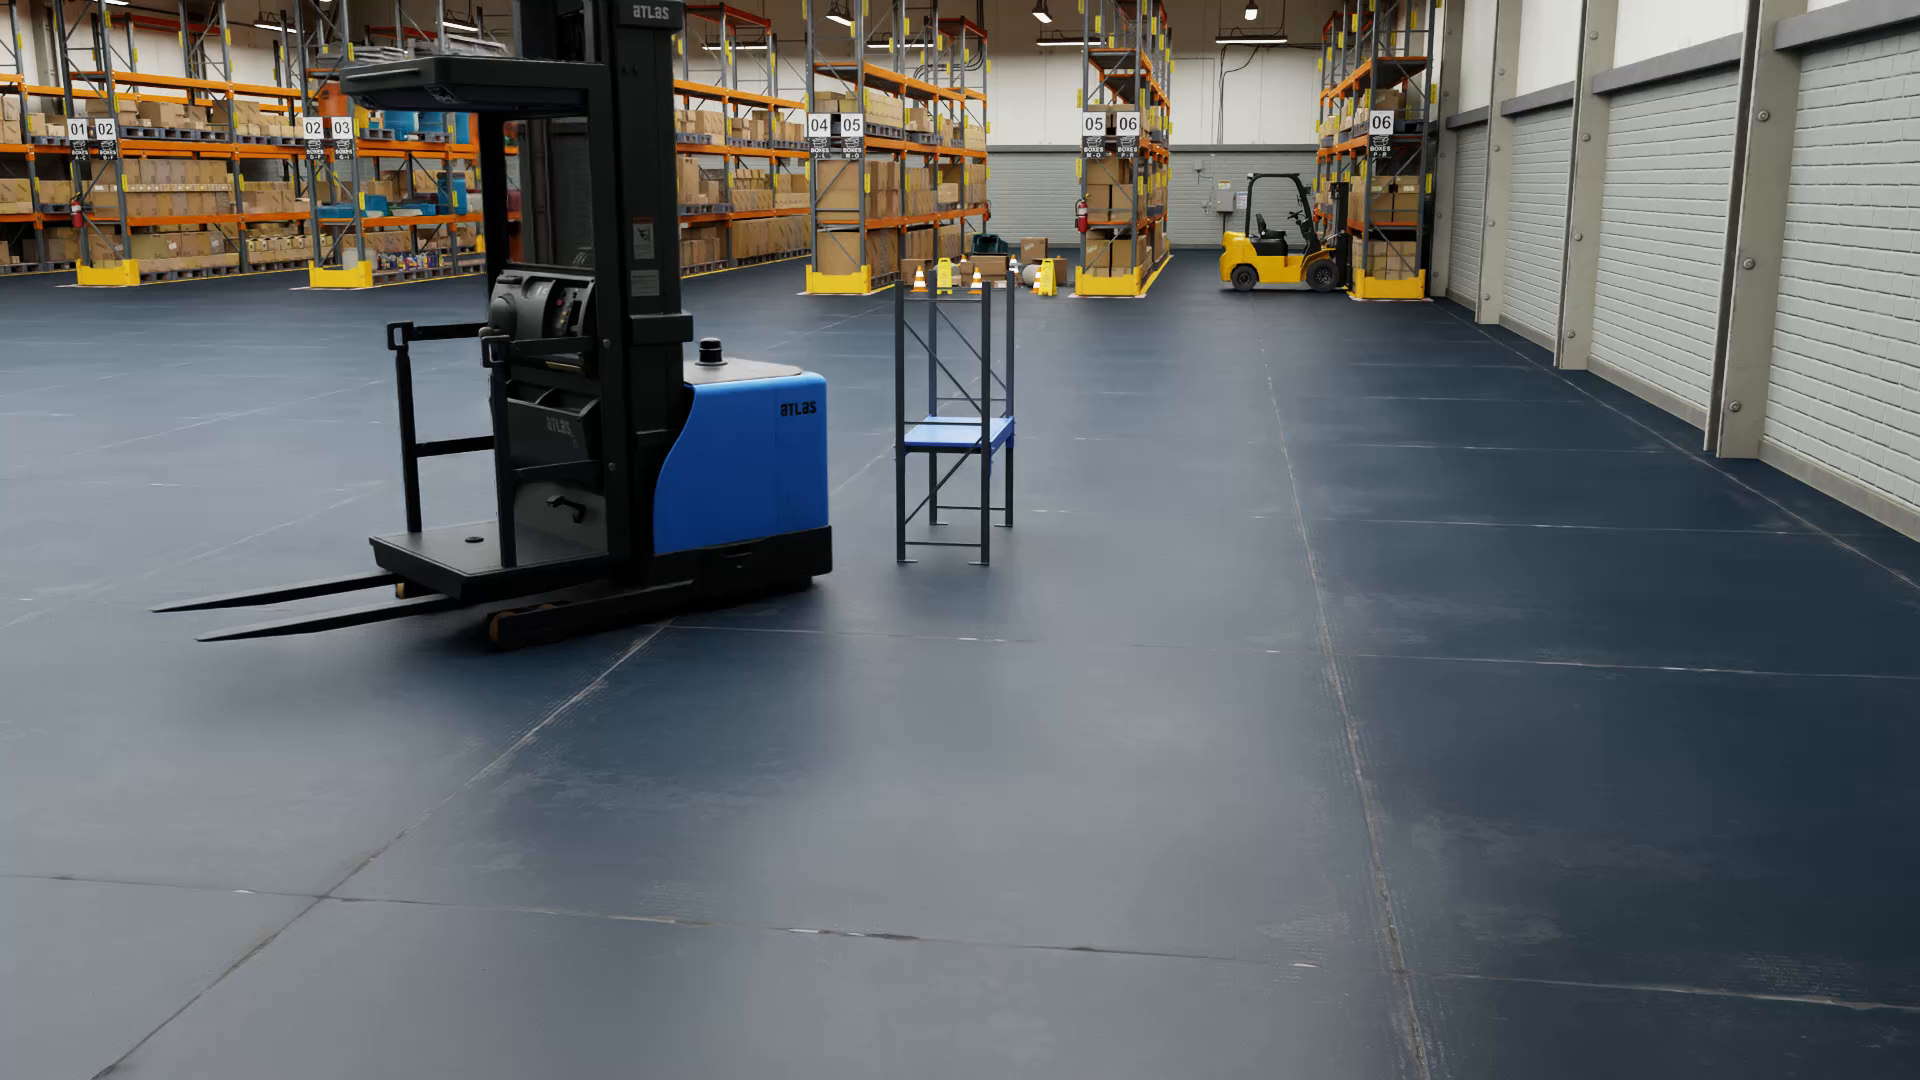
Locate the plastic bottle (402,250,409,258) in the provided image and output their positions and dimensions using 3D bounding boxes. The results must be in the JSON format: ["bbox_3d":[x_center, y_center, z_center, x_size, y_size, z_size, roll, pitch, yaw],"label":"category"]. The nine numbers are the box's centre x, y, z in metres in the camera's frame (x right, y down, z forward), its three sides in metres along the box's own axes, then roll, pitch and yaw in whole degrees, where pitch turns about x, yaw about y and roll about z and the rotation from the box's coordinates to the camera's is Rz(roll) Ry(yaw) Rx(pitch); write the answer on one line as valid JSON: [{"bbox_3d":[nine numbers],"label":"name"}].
[{"bbox_3d":[-11.791,-5.981,35.368,0.144,0.351,0.185,2,12,9],"label":"plastic bottle"}]

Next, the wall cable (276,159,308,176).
[{"bbox_3d":[-20.081,-10.833,50.227,0.084,1.984,1.851,2,12,9],"label":"wall cable"}]

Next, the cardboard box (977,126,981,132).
[{"bbox_3d":[0.358,-10.969,44.374,0.380,0.149,0.250,2,12,10],"label":"cardboard box"}]

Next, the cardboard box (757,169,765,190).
[{"bbox_3d":[-5.365,-9.131,42.122,0.797,0.503,0.637,2,12,7],"label":"cardboard box"}]

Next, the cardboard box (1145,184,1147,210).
[{"bbox_3d":[3.392,-6.724,32.633,0.500,0.500,0.500,2,12,11],"label":"cardboard box"}]

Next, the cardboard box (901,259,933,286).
[{"bbox_3d":[-0.845,-5.300,32.895,0.500,0.500,0.500,4,13,18],"label":"cardboard box"}]

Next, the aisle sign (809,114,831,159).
[{"bbox_3d":[-2.543,-7.311,30.125,0.394,0.787,0.004,2,12,9],"label":"aisle sign"}]

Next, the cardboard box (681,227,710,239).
[{"bbox_3d":[-6.035,-7.000,37.965,0.500,0.250,0.500,3,13,15],"label":"cardboard box"}]

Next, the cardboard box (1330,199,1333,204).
[{"bbox_3d":[8.529,-7.642,37.435,0.380,0.149,0.250,2,12,10],"label":"cardboard box"}]

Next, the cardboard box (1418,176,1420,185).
[{"bbox_3d":[7.942,-6.373,29.463,0.380,0.149,0.250,2,12,11],"label":"cardboard box"}]

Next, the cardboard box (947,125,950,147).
[{"bbox_3d":[-0.512,-9.544,39.303,0.500,0.500,0.500,2,12,9],"label":"cardboard box"}]

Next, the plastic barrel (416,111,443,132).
[{"bbox_3d":[-11.536,-9.044,36.029,0.600,0.901,0.708,2,12,9],"label":"plastic barrel"}]

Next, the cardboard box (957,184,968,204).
[{"bbox_3d":[-0.064,-8.832,42.412,0.500,0.500,0.500,2,12,8],"label":"cardboard box"}]

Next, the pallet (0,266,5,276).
[{"bbox_3d":[-21.442,-5.782,35.821,1.003,0.211,1.213,2,12,9],"label":"pallet"}]

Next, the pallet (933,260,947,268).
[{"bbox_3d":[-0.883,-6.510,39.198,1.003,0.211,1.213,2,12,9],"label":"pallet"}]

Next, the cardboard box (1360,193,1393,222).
[{"bbox_3d":[7.393,-5.905,29.537,0.500,0.500,0.500,2,12,7],"label":"cardboard box"}]

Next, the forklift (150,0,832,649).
[{"bbox_3d":[-2.090,-1.079,7.543,3.031,2.935,1.130,-10,16,-40],"label":"forklift"}]

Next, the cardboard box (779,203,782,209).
[{"bbox_3d":[-4.861,-8.707,43.373,0.380,0.149,0.250,1,12,7],"label":"cardboard box"}]

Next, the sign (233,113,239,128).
[{"bbox_3d":[-15.745,-9.121,36.162,0.100,0.325,0.005,2,12,9],"label":"sign"}]

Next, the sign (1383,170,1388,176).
[{"bbox_3d":[9.356,-7.959,36.558,0.100,0.325,0.005,2,12,9],"label":"sign"}]

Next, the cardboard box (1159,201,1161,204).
[{"bbox_3d":[4.618,-8.123,40.420,0.500,0.250,0.500,2,12,8],"label":"cardboard box"}]

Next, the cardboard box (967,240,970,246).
[{"bbox_3d":[0.044,-7.785,43.561,0.380,0.149,0.250,2,12,11],"label":"cardboard box"}]

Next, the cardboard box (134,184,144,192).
[{"bbox_3d":[-16.597,-7.044,33.282,0.380,0.149,0.250,2,12,7],"label":"cardboard box"}]

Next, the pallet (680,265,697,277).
[{"bbox_3d":[-6.387,-5.858,36.175,1.003,0.211,1.213,2,12,9],"label":"pallet"}]

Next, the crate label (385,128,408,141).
[{"bbox_3d":[-11.400,-8.160,33.468,0.502,0.251,0.408,2,12,9],"label":"crate label"}]

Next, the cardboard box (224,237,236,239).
[{"bbox_3d":[-16.440,-6.718,37.746,0.500,0.311,0.500,2,12,10],"label":"cardboard box"}]

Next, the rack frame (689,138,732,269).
[{"bbox_3d":[-5.890,-7.892,38.993,1.000,3.000,0.127,2,12,9],"label":"rack frame"}]

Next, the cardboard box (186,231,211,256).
[{"bbox_3d":[-16.310,-6.297,35.343,0.500,0.500,0.500,2,12,9],"label":"cardboard box"}]

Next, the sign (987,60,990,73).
[{"bbox_3d":[0.771,-12.820,45.027,0.100,0.325,0.005,2,12,9],"label":"sign"}]

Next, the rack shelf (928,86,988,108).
[{"bbox_3d":[-0.082,-11.539,43.389,1.077,0.370,4.000,2,12,9],"label":"rack shelf"}]

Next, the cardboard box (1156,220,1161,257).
[{"bbox_3d":[4.369,-7.250,40.062,0.875,0.875,0.875,2,12,10],"label":"cardboard box"}]

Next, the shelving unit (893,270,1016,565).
[{"bbox_3d":[-0.013,-0.715,9.253,0.538,1.500,1.048,2,12,9],"label":"shelving unit"}]

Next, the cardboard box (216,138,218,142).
[{"bbox_3d":[-20.085,-11.003,45.432,0.500,0.250,0.500,2,12,9],"label":"cardboard box"}]

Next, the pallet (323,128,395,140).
[{"bbox_3d":[-11.791,-7.930,32.499,1.003,0.211,1.213,2,12,9],"label":"pallet"}]

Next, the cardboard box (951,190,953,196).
[{"bbox_3d":[-0.374,-8.518,40.792,0.380,0.149,0.250,1,12,7],"label":"cardboard box"}]

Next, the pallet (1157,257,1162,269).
[{"bbox_3d":[4.288,-6.623,39.722,1.003,0.211,1.213,2,12,9],"label":"pallet"}]

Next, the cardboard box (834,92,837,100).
[{"bbox_3d":[-2.479,-8.165,30.611,0.380,0.149,0.250,2,12,9],"label":"cardboard box"}]

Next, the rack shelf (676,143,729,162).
[{"bbox_3d":[-6.198,-8.590,36.821,1.077,0.370,4.000,2,12,9],"label":"rack shelf"}]

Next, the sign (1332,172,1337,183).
[{"bbox_3d":[8.269,-7.954,36.719,0.100,0.325,0.005,2,12,9],"label":"sign"}]

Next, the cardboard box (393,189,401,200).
[{"bbox_3d":[-15.240,-9.208,44.861,0.500,0.500,0.500,2,12,10],"label":"cardboard box"}]

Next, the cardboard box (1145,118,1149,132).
[{"bbox_3d":[3.408,-8.071,32.353,0.500,0.250,0.500,2,12,8],"label":"cardboard box"}]

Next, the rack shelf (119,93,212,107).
[{"bbox_3d":[-20.266,-11.175,42.645,1.077,0.370,4.000,2,12,9],"label":"rack shelf"}]

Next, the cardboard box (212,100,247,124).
[{"bbox_3d":[-16.159,-9.473,36.789,0.500,0.500,0.500,2,12,9],"label":"cardboard box"}]

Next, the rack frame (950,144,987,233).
[{"bbox_3d":[0.226,-9.375,45.877,1.000,3.000,0.127,2,12,9],"label":"rack frame"}]

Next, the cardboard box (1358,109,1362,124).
[{"bbox_3d":[7.664,-7.934,31.152,0.396,0.266,0.258,2,12,7],"label":"cardboard box"}]

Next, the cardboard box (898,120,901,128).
[{"bbox_3d":[-1.399,-8.337,33.298,0.380,0.149,0.250,2,12,10],"label":"cardboard box"}]

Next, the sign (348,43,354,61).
[{"bbox_3d":[-11.472,-9.199,31.313,0.100,0.325,0.005,2,12,9],"label":"sign"}]

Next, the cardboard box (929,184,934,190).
[{"bbox_3d":[-0.742,-8.174,38.491,0.380,0.149,0.250,2,12,9],"label":"cardboard box"}]

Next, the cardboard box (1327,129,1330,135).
[{"bbox_3d":[8.781,-9.527,38.820,0.380,0.149,0.250,2,12,10],"label":"cardboard box"}]

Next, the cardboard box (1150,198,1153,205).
[{"bbox_3d":[3.912,-7.196,35.363,0.380,0.149,0.250,2,12,11],"label":"cardboard box"}]

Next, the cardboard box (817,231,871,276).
[{"bbox_3d":[-2.196,-5.355,31.267,0.875,0.875,0.875,2,12,9],"label":"cardboard box"}]

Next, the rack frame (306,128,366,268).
[{"bbox_3d":[-12.015,-6.387,32.010,1.000,3.000,0.127,2,12,9],"label":"rack frame"}]
